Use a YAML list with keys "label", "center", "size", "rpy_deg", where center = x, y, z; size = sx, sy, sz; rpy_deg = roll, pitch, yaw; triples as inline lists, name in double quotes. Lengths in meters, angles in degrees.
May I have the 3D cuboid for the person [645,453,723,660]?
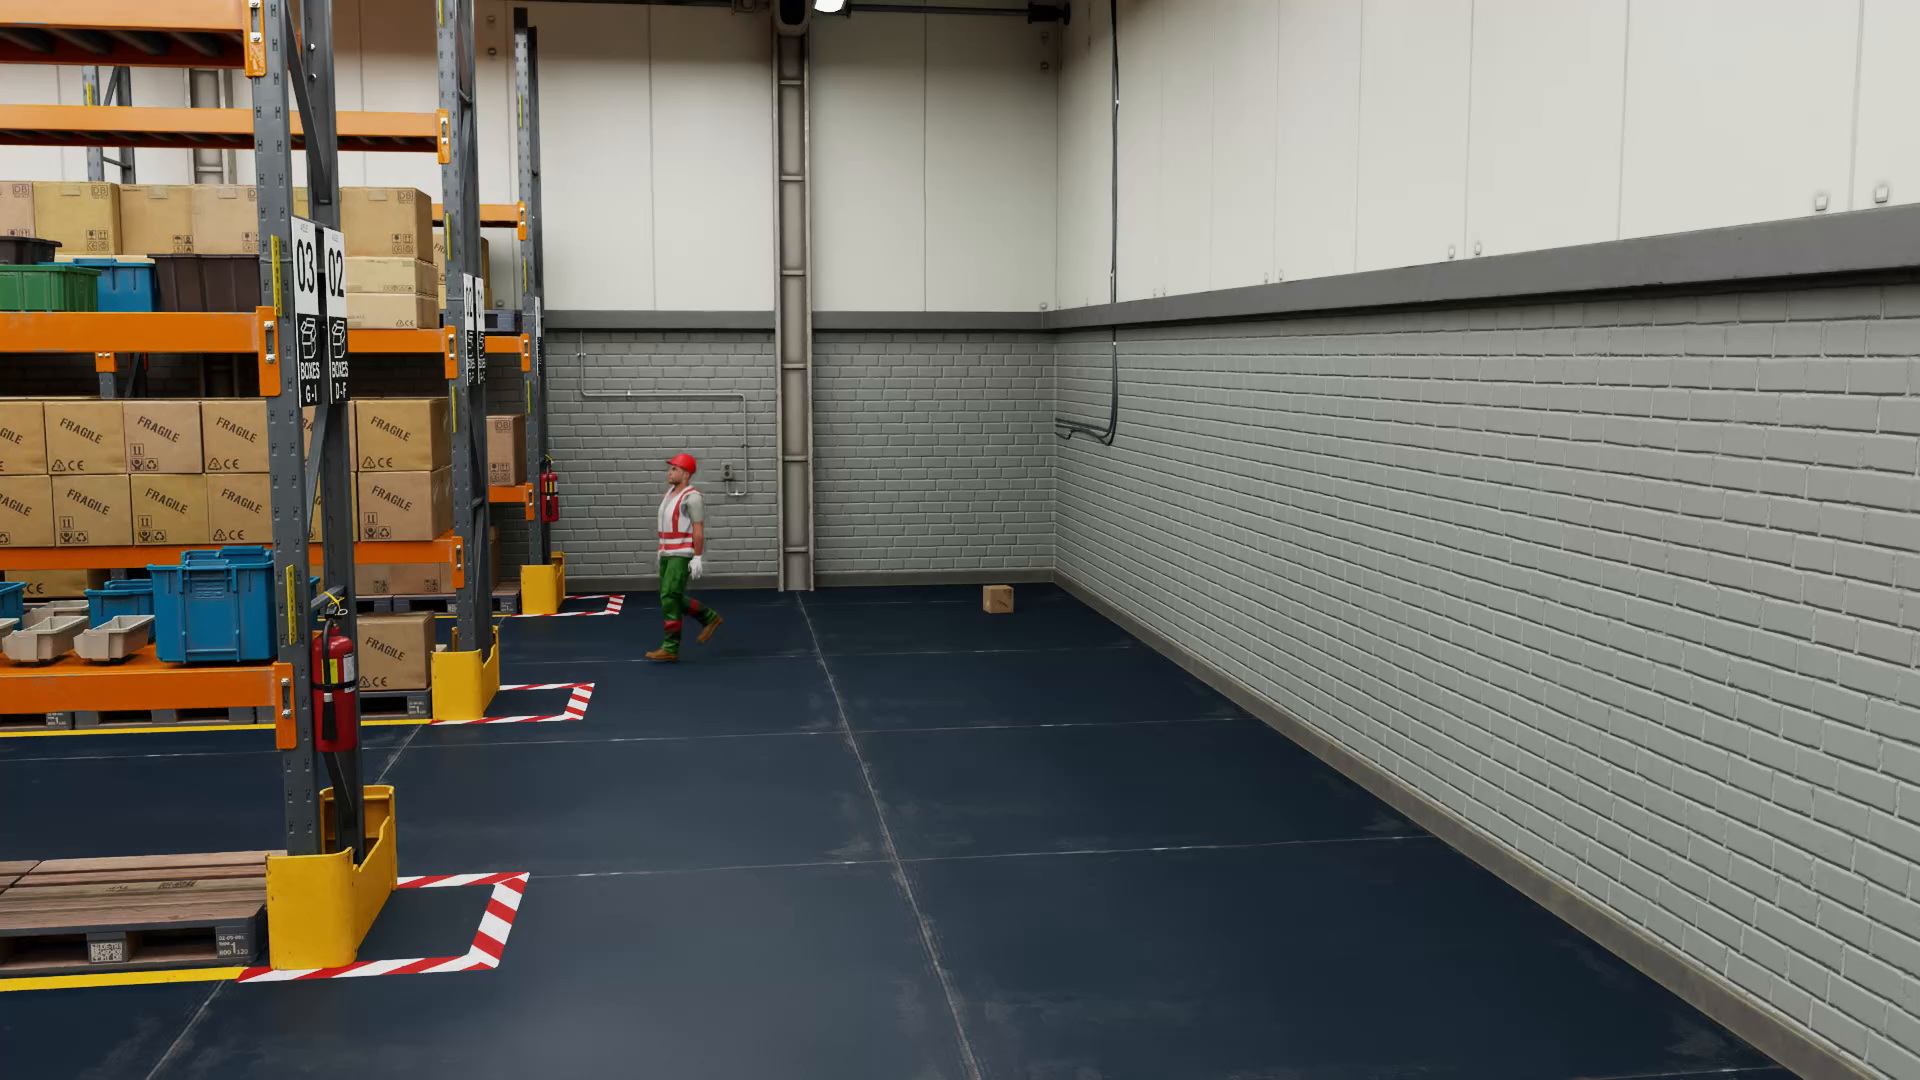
- label: "person"
  center: [-2.389, 0.135, 14.355]
  size: [0.815, 1.768, 0.537]
  rpy_deg: [-5, 8, -37]
